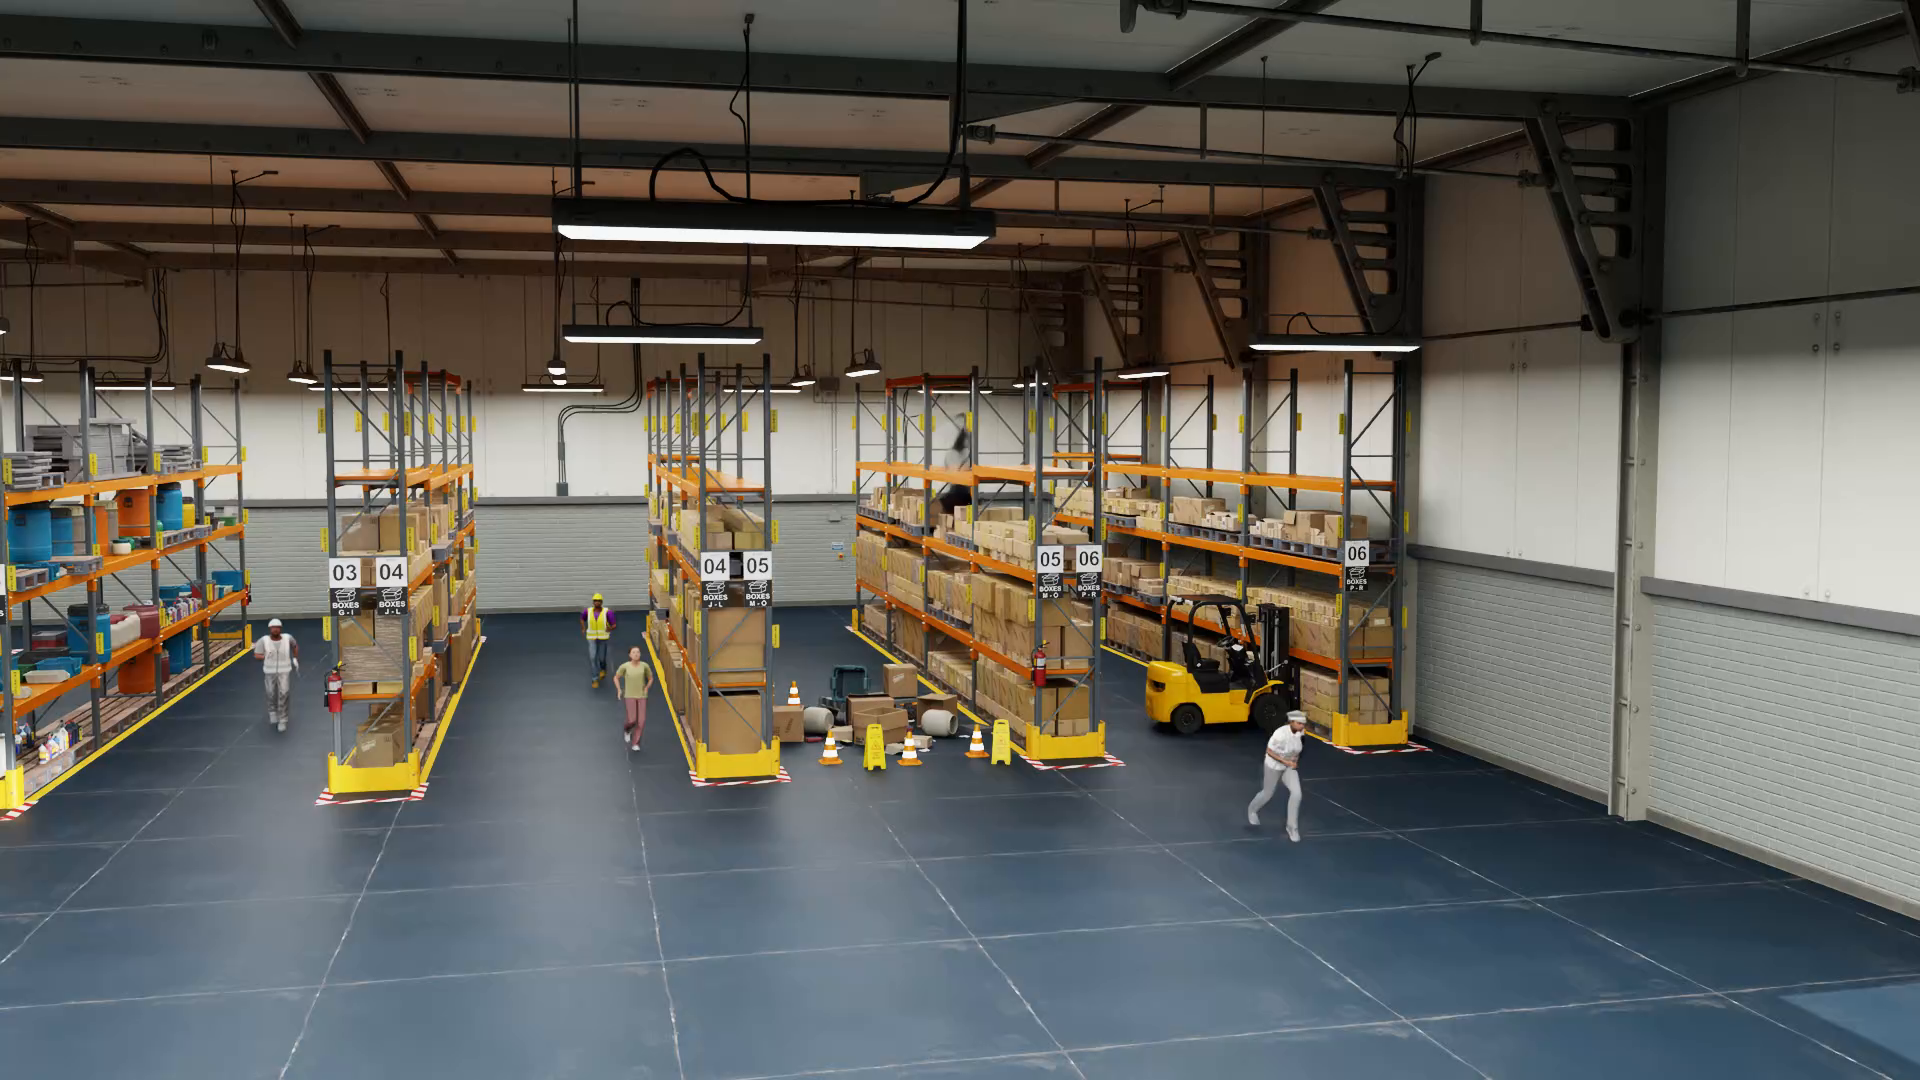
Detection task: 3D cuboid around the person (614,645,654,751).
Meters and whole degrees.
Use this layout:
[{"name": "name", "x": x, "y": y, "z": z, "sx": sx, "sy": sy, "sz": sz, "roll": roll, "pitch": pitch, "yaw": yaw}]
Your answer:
[{"name": "person", "x": -4.970, "y": 2.420, "z": 25.466, "sx": 0.589, "sy": 1.623, "sz": 0.550, "roll": -2, "pitch": 4, "yaw": -22}]

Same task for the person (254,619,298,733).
[{"name": "person", "x": -11.211, "y": 2.188, "z": 27.281, "sx": 0.672, "sy": 1.812, "sz": 0.930, "roll": -2, "pitch": 4, "yaw": -22}]

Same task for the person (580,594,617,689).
[{"name": "person", "x": -6.918, "y": 1.907, "z": 31.785, "sx": 0.700, "sy": 1.771, "sz": 0.972, "roll": -1, "pitch": 4, "yaw": -8}]

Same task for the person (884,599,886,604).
[{"name": "person", "x": -1.686, "y": 1.299, "z": 41.529, "sx": 0.576, "sy": 1.666, "sz": 0.645, "roll": 1, "pitch": 4, "yaw": 17}]

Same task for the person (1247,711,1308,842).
[{"name": "person", "x": 3.875, "y": 2.828, "z": 20.305, "sx": 0.617, "sy": 1.624, "sz": 0.986, "roll": -2, "pitch": 5, "yaw": -32}]
